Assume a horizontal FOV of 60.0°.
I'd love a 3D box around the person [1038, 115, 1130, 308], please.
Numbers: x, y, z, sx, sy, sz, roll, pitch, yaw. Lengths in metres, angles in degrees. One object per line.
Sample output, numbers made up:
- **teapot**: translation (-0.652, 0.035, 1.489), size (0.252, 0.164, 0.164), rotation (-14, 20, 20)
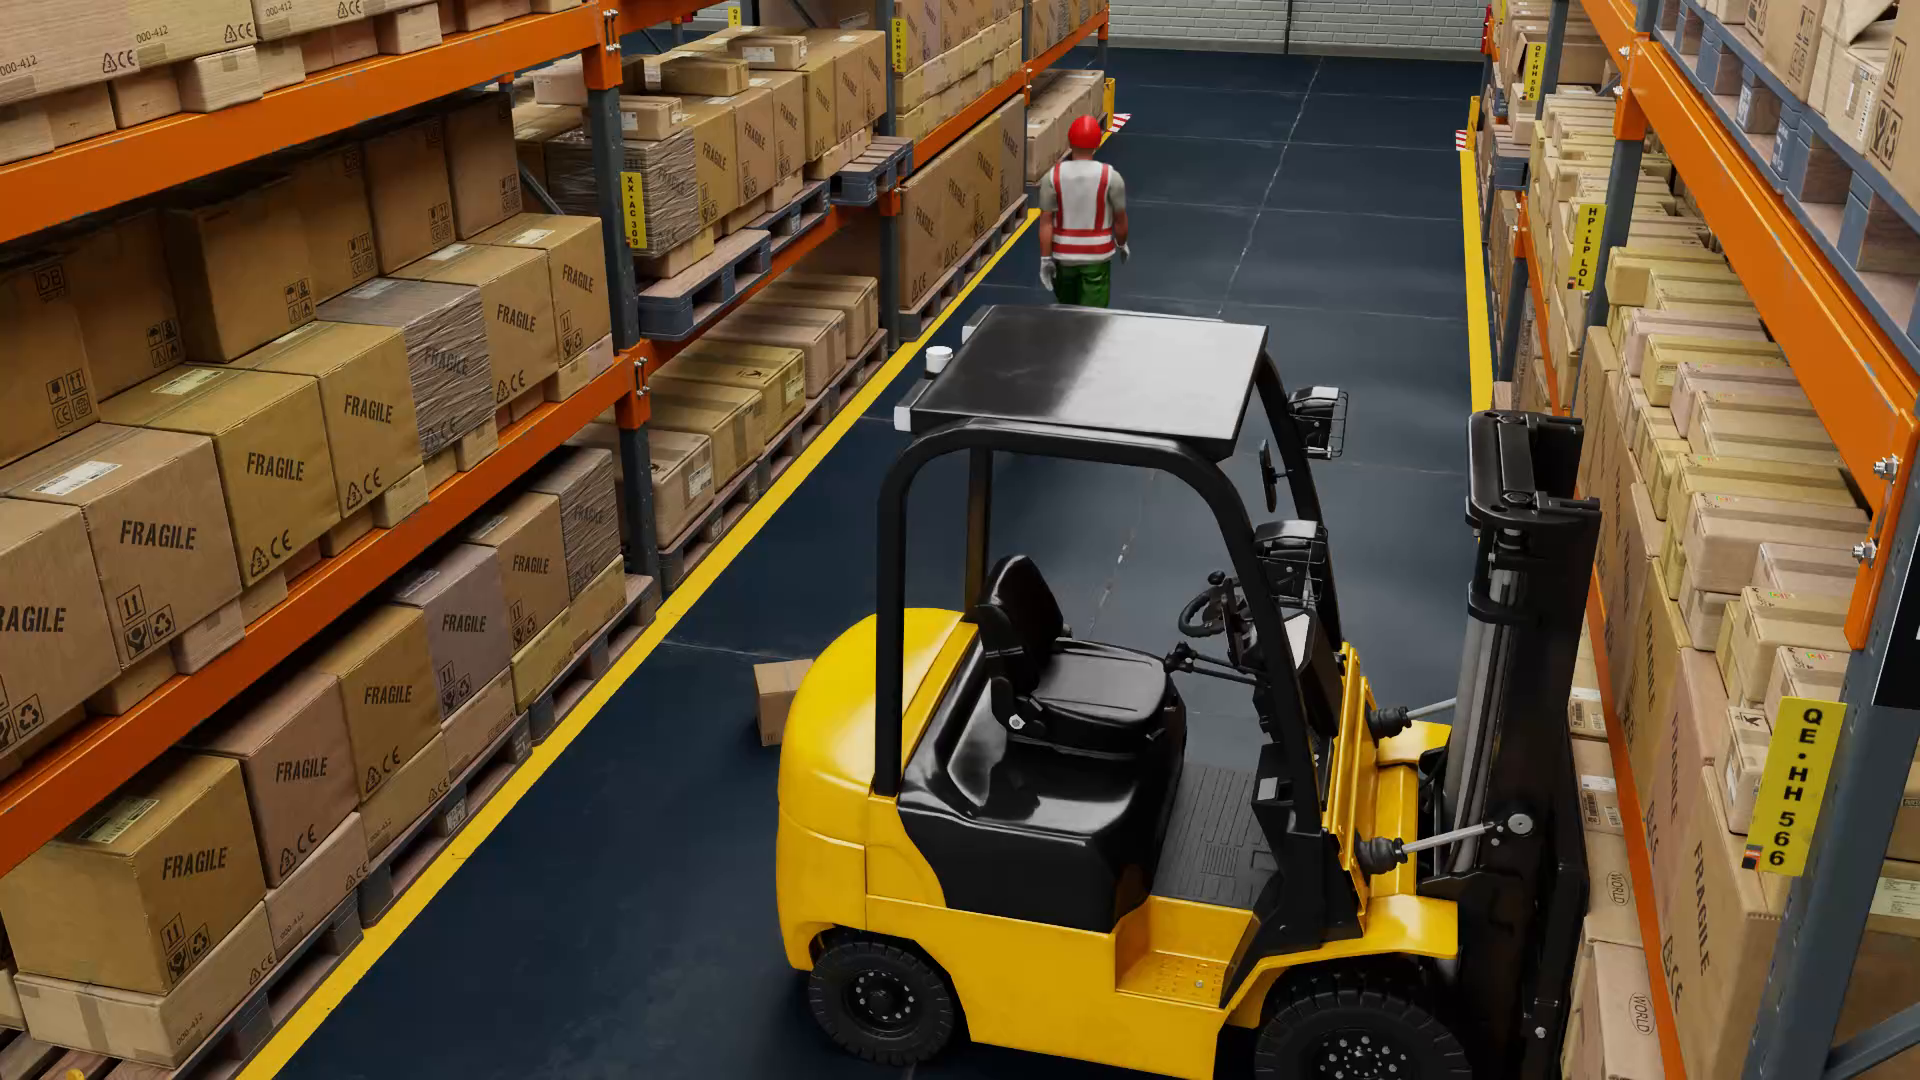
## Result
- **person**: translation (0.785, -1.799, 10.425), size (0.527, 1.741, 1.045), rotation (7, 26, 15)
